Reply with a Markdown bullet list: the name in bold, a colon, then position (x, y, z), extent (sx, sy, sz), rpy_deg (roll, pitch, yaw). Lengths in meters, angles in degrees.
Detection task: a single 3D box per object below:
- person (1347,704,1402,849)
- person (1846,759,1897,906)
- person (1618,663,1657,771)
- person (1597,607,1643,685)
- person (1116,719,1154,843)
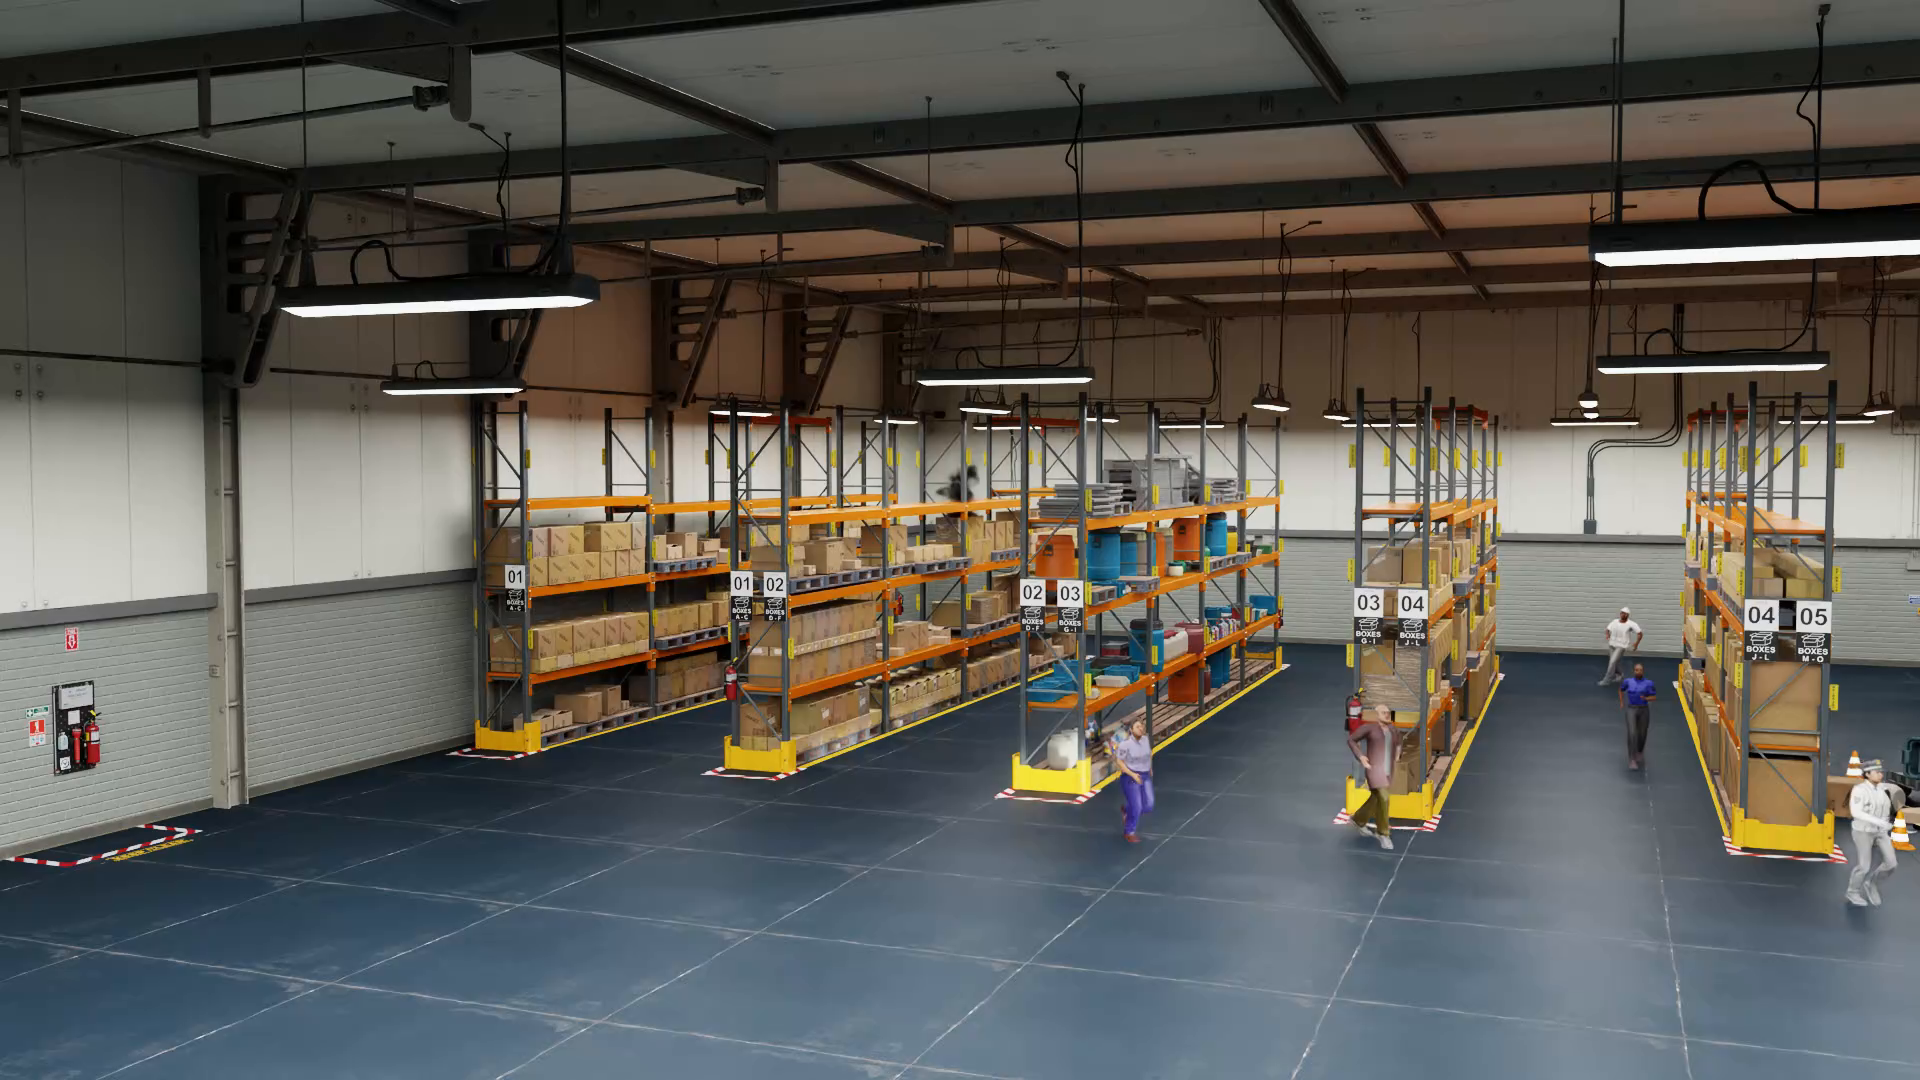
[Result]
- **person**: position (5.467, 3.069, 21.719), extent (0.734, 1.858, 0.838), rpy_deg (-2, 3, -29)
- **person**: position (10.188, 3.262, 18.508), extent (0.639, 1.677, 0.632), rpy_deg (-1, 3, -15)
- **person**: position (11.020, 2.842, 27.044), extent (0.562, 1.682, 0.867), rpy_deg (1, 3, 17)
- **person**: position (14.462, 2.339, 36.573), extent (0.953, 1.703, 0.757), rpy_deg (-2, 3, -30)
- **person**: position (2.310, 3.148, 21.838), extent (0.622, 1.616, 0.578), rpy_deg (-2, 3, -32)
